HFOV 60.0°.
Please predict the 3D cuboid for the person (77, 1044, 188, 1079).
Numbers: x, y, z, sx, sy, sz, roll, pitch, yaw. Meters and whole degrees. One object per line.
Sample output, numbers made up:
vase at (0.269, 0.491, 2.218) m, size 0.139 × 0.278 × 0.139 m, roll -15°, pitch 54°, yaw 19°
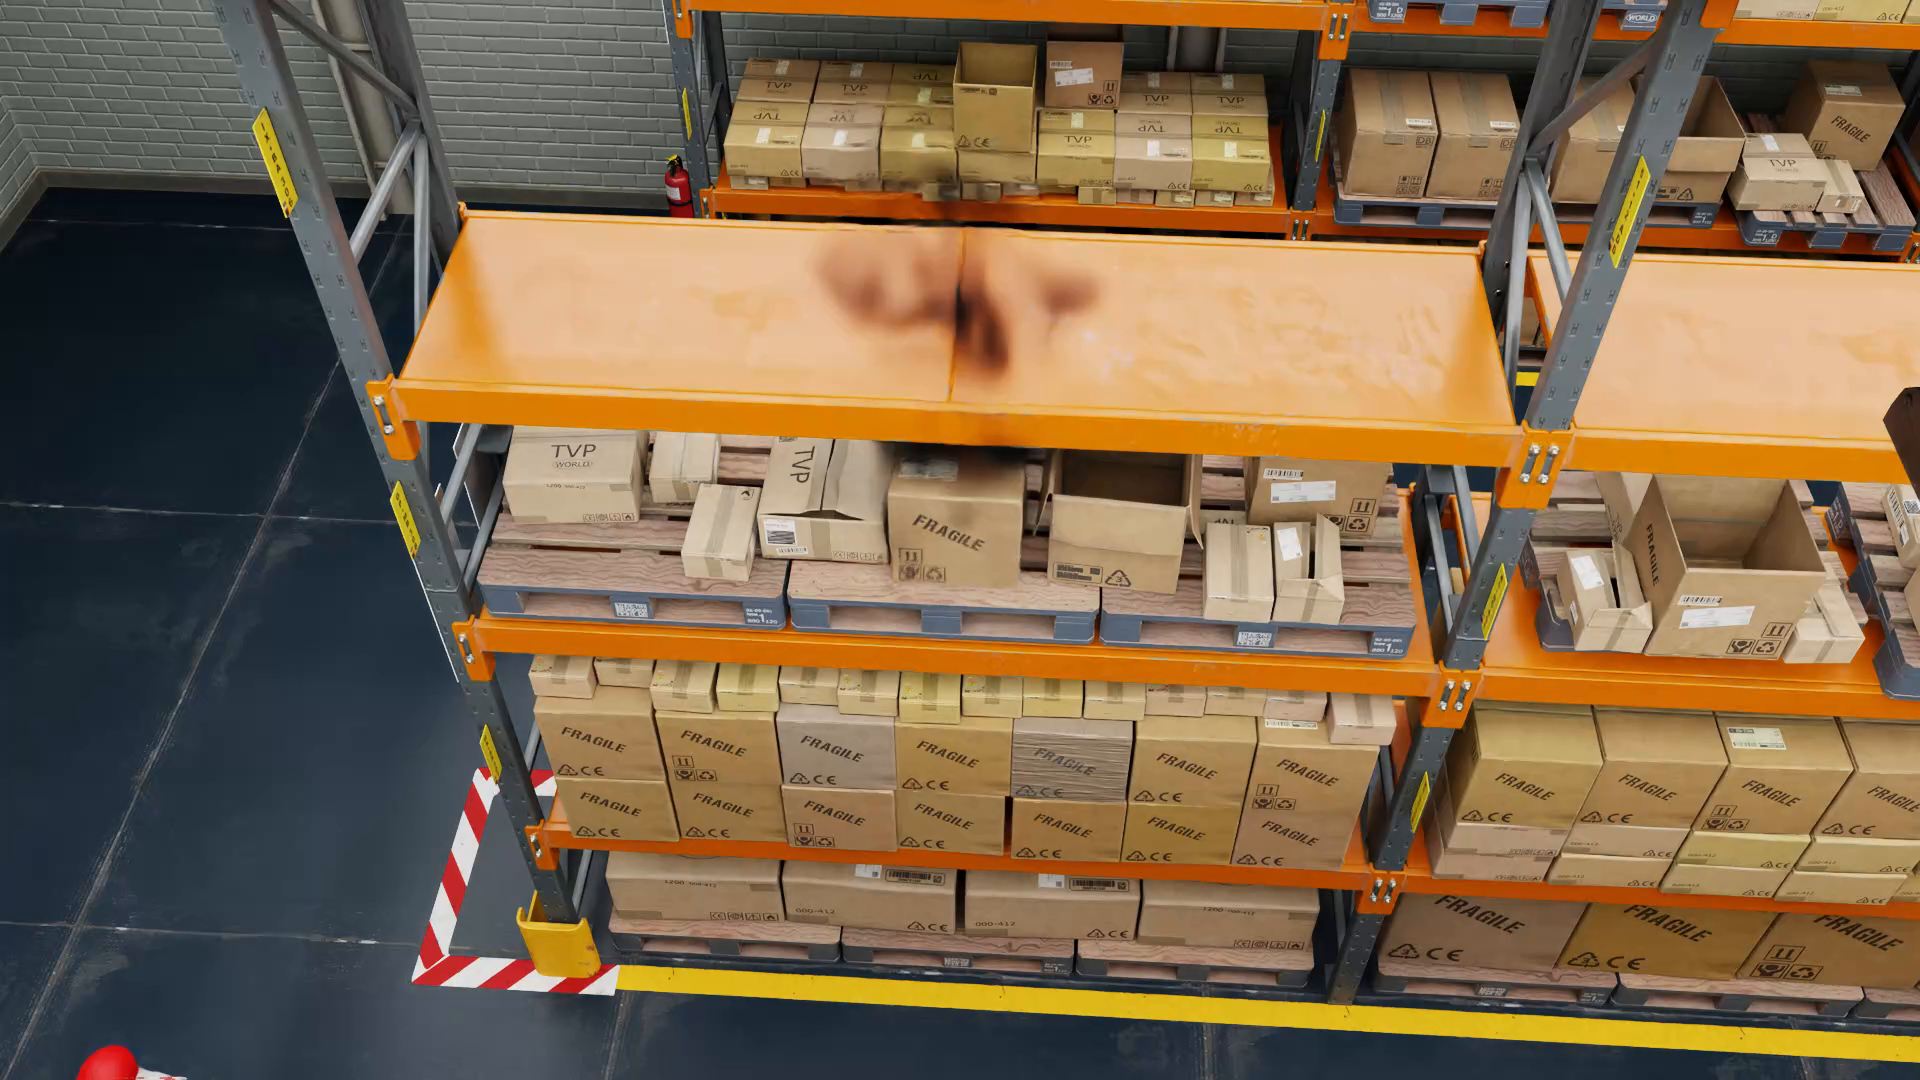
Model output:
person at (-3.314, 2.577, 7.212) m, size 0.657 × 1.838 × 0.833 m, roll 6°, pitch 48°, yaw 5°
